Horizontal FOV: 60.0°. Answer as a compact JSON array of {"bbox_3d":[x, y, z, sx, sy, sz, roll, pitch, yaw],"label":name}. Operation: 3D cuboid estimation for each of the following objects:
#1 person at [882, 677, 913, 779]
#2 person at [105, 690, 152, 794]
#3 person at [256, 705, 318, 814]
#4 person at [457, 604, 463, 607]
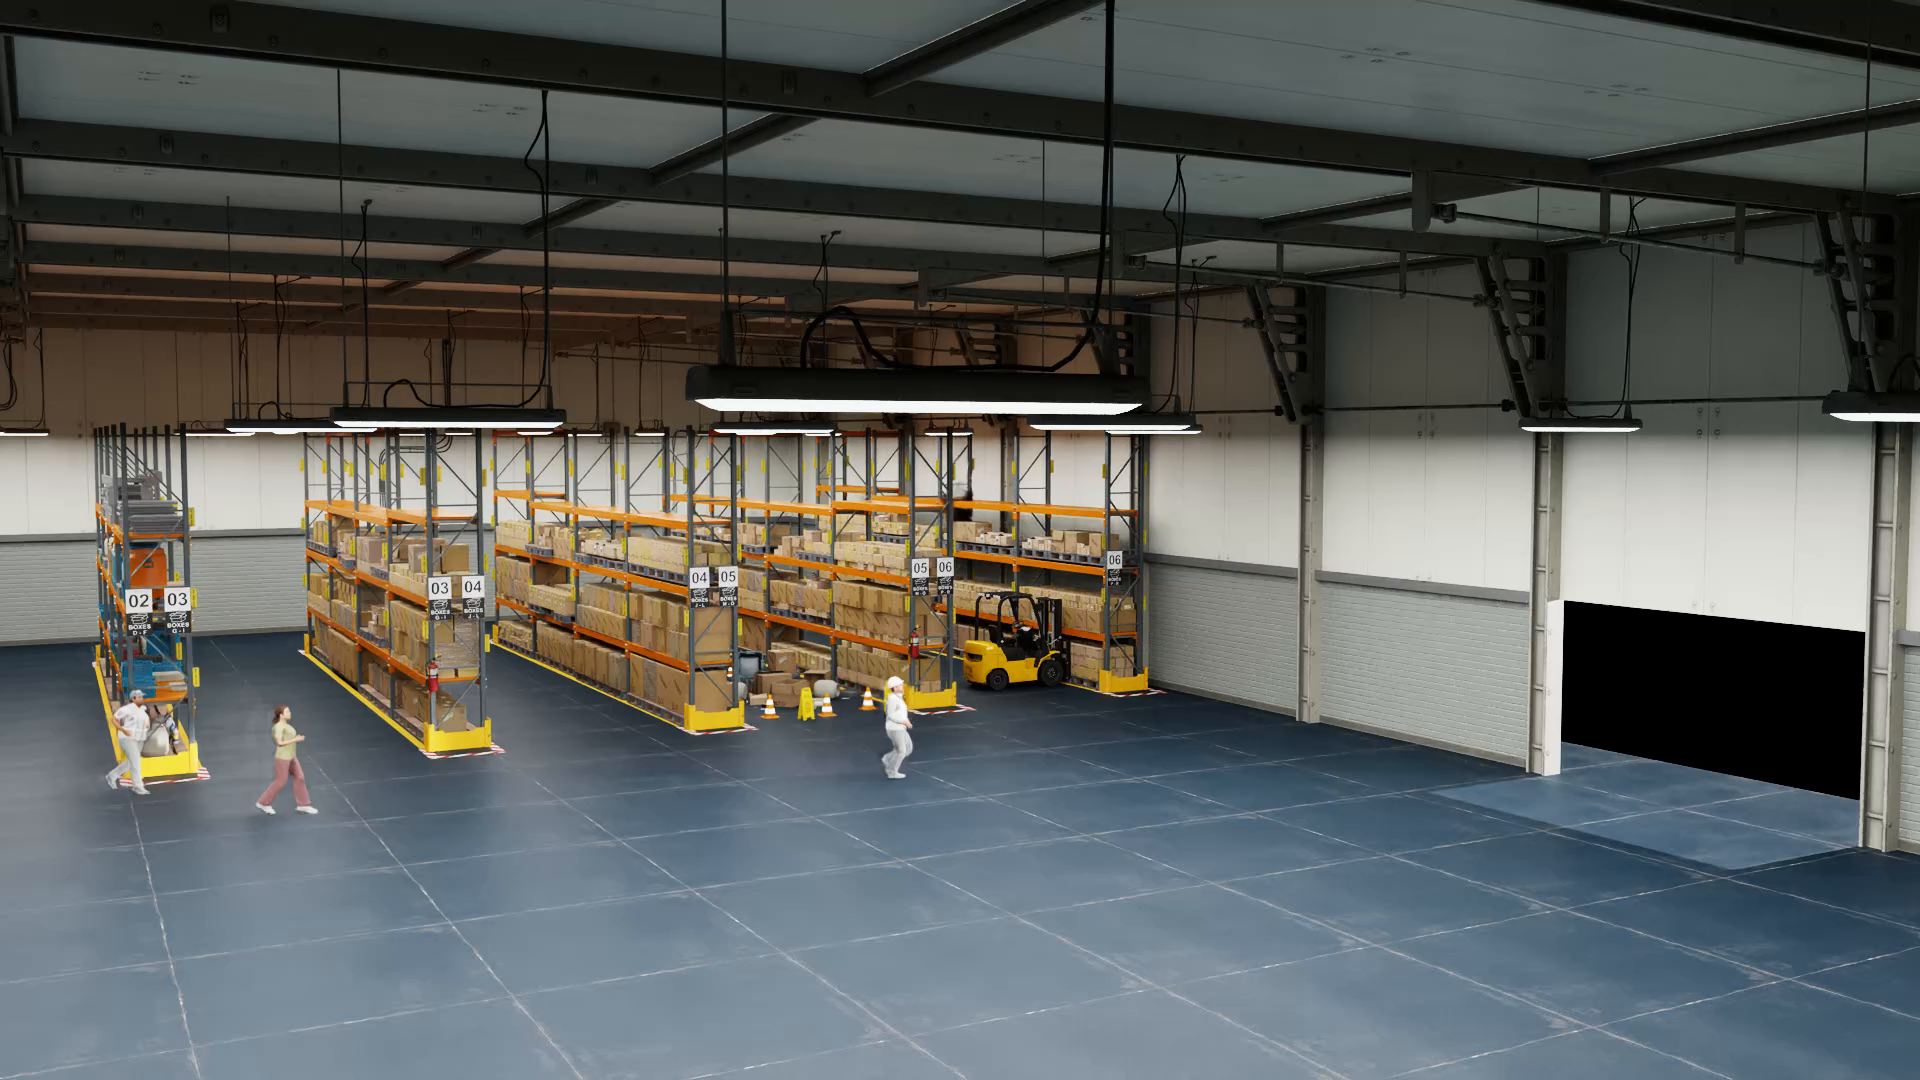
[{"bbox_3d":[-1.051,3.158,28.006,0.576,1.725,0.638,0,3,6],"label":"person"},{"bbox_3d":[-13.473,3.274,27.109,0.855,1.664,0.632,1,4,12],"label":"person"},{"bbox_3d":[-10.216,3.328,25.184,0.881,1.682,0.570,0,3,-6],"label":"person"},{"bbox_3d":[-13.369,2.148,44.613,0.719,1.804,0.734,-1,4,-23],"label":"person"}]
